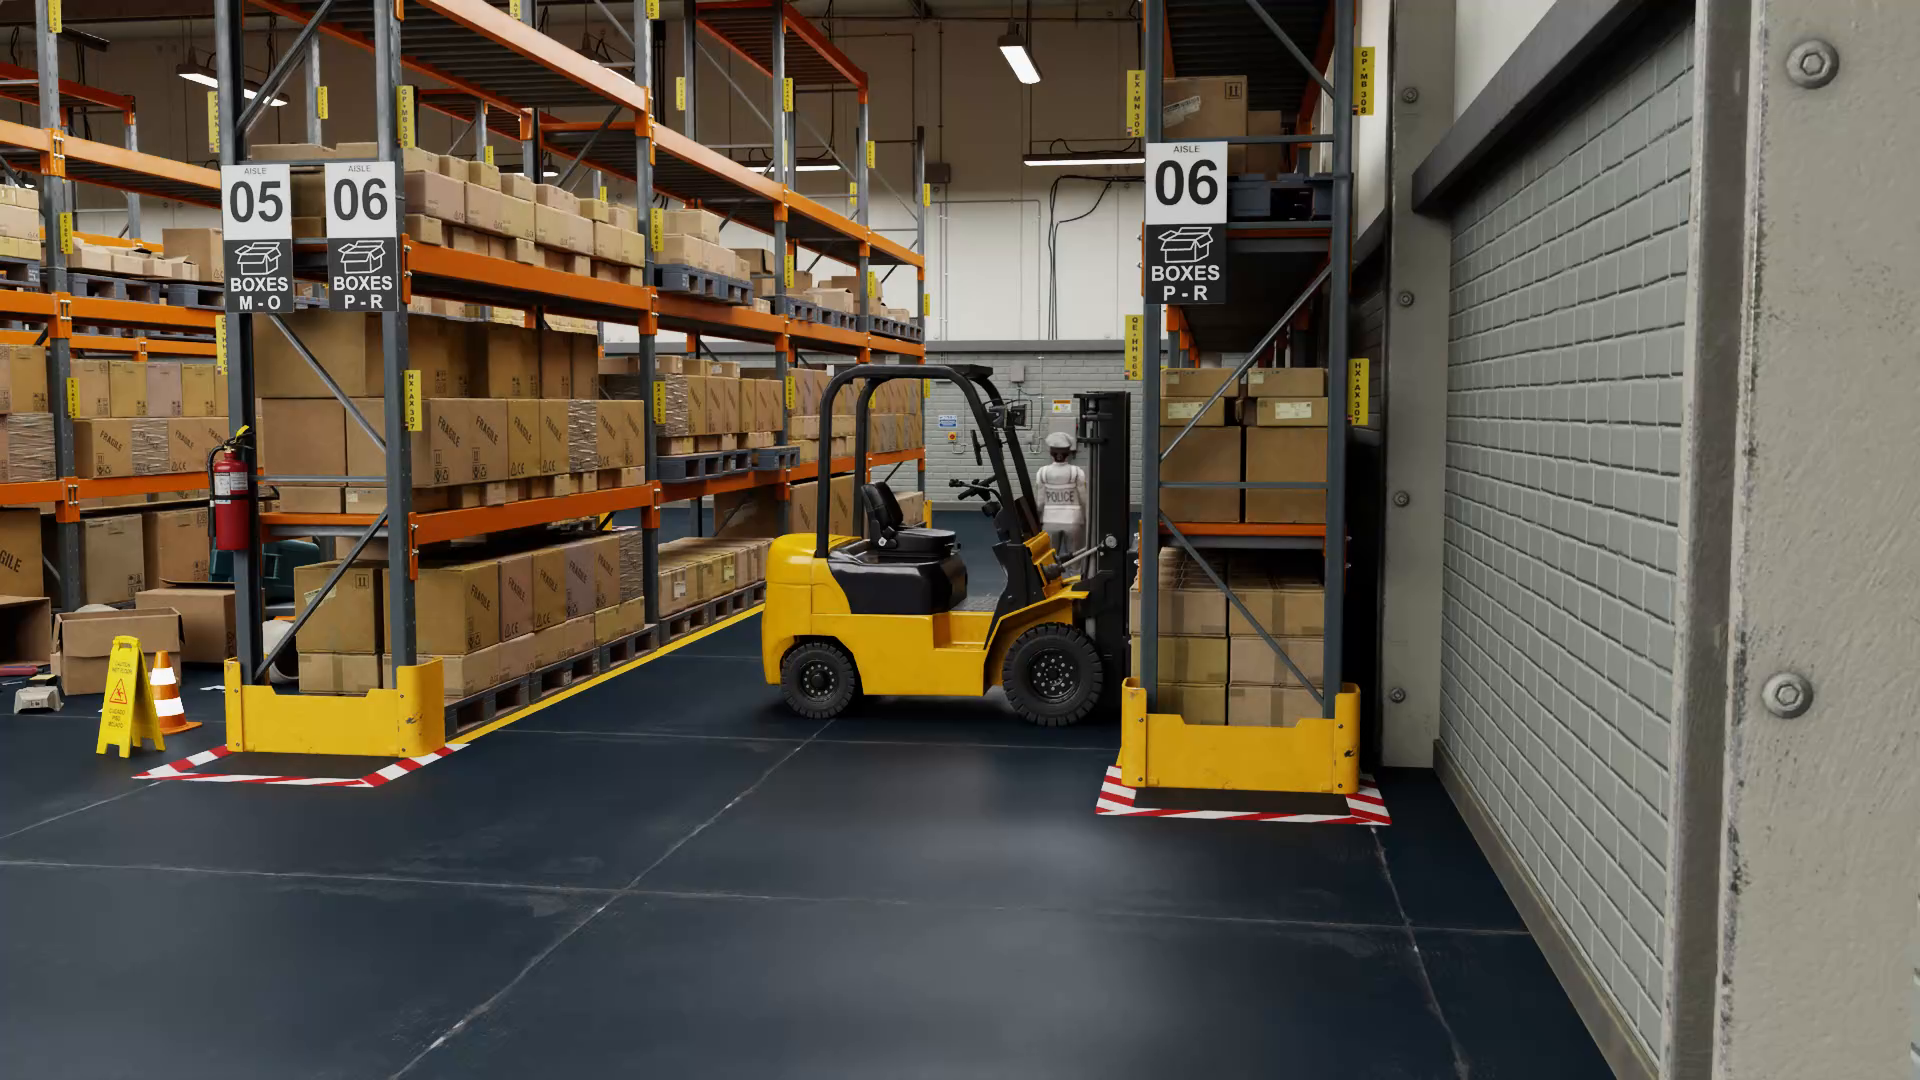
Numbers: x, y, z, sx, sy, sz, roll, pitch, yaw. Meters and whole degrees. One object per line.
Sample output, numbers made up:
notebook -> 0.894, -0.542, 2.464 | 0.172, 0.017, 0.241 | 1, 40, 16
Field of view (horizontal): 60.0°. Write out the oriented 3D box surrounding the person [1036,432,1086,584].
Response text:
person -> 0.896, -0.100, 14.488 | 0.460, 1.686, 0.557 | 1, 5, 9
